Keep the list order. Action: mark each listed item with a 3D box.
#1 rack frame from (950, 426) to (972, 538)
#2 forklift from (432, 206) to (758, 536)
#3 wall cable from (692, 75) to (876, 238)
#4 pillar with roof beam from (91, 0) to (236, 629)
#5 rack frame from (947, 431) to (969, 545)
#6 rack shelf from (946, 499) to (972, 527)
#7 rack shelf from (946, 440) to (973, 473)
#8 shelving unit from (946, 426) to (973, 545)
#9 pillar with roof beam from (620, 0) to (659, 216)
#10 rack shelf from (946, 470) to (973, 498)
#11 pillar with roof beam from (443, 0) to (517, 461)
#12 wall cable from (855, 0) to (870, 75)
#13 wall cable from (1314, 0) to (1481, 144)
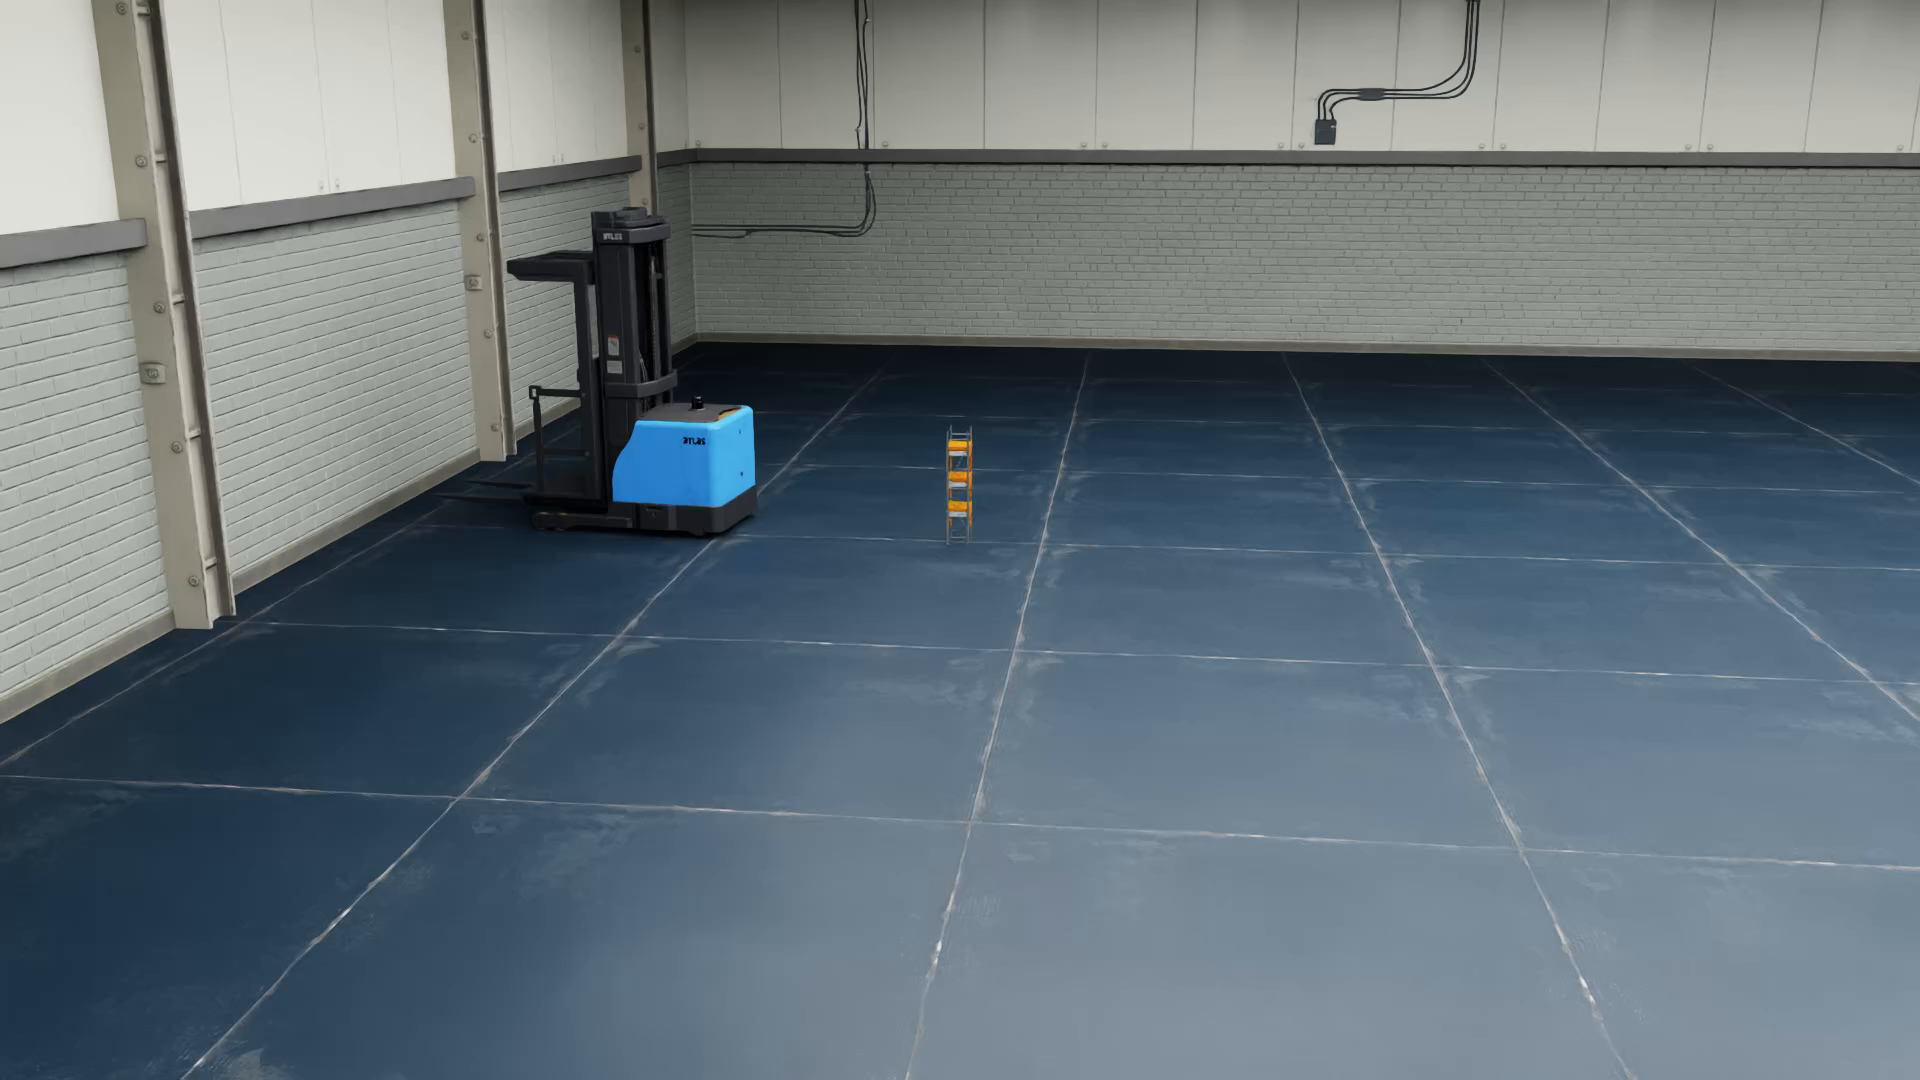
[{"bbox_3d":[0.008,-0.525,15.179,0.200,1.050,0.008,2,15,6],"label":"rack frame"},{"bbox_3d":[-3.535,-1.631,15.666,3.031,2.935,1.130,3,16,13],"label":"forklift"},{"bbox_3d":[-2.874,-6.055,26.353,3.097,2.526,0.112,2,15,6],"label":"wall cable"},{"bbox_3d":[-1.596,-3.590,11.287,9.100,9.000,0.400,2,15,6],"label":"pillar with roof beam"},{"bbox_3d":[-0.020,-0.461,14.945,0.200,1.050,0.008,2,15,6],"label":"rack frame"},{"bbox_3d":[-0.006,-0.214,15.137,0.215,0.259,0.240,2,15,6],"label":"rack shelf"},{"bbox_3d":[-0.006,-0.757,14.990,0.215,0.259,0.240,2,15,6],"label":"rack shelf"},{"bbox_3d":[-0.006,-0.493,15.062,0.215,1.050,0.252,2,15,6],"label":"shelving unit"},{"bbox_3d":[-0.242,-6.702,22.797,9.100,9.000,0.400,2,15,6],"label":"pillar with roof beam"},{"bbox_3d":[-0.006,-0.483,15.064,0.215,0.259,0.240,2,15,6],"label":"rack shelf"},{"bbox_3d":[-0.919,-5.146,17.042,9.100,9.000,0.400,2,15,6],"label":"pillar with roof beam"},{"bbox_3d":[-0.185,-8.414,25.399,3.097,2.526,0.112,2,15,6],"label":"wall cable"},{"bbox_3d":[6.558,-8.912,24.454,2.305,6.003,0.169,2,15,6],"label":"wall cable"}]
